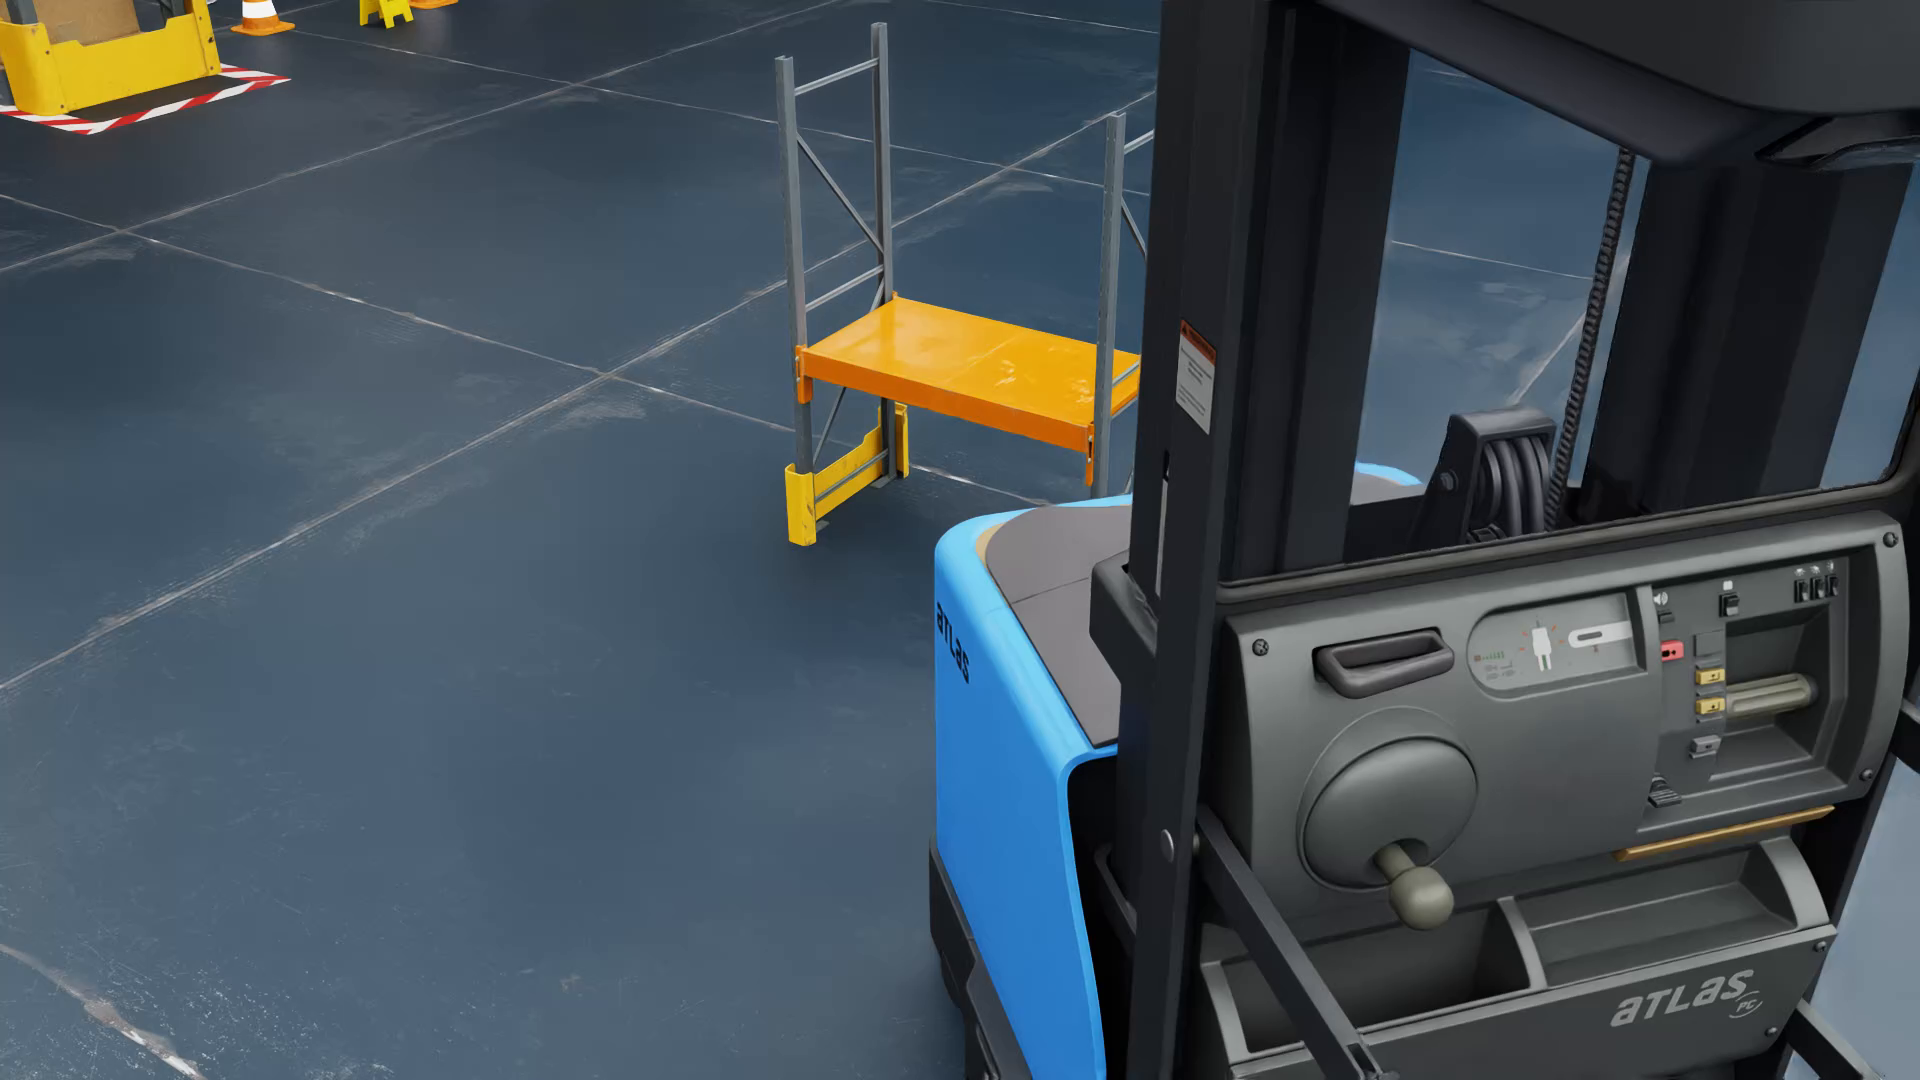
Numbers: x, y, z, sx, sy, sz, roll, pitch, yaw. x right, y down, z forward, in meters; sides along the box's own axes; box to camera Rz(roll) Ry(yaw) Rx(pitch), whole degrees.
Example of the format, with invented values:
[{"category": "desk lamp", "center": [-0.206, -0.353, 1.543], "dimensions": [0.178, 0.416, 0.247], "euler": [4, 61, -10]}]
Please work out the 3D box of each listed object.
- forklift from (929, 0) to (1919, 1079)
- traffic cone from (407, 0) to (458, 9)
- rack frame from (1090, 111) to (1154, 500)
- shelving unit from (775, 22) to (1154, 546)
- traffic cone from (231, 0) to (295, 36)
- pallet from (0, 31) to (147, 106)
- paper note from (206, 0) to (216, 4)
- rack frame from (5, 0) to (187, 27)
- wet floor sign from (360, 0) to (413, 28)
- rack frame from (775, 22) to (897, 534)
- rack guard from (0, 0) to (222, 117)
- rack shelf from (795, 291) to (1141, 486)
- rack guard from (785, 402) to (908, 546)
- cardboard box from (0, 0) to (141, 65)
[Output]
[{"category": "forklift", "center": [0.837, 0.267, 1.884], "dimensions": [1.130, 2.935, 3.031], "euler": [-8, 31, -14]}, {"category": "traffic cone", "center": [-3.760, -4.002, 11.650], "dimensions": [0.334, 0.463, 0.336], "euler": [18, 35, 27]}, {"category": "rack frame", "center": [0.503, -0.489, 4.599], "dimensions": [0.032, 1.500, 0.500], "euler": [18, 35, 27]}, {"category": "shelving unit", "center": [0.065, -0.627, 4.837], "dimensions": [1.083, 1.500, 0.587], "euler": [18, 35, 27]}, {"category": "traffic cone", "center": [-4.649, -3.610, 10.979], "dimensions": [0.334, 0.463, 0.336], "euler": [18, 35, 27]}, {"category": "pallet", "center": [-5.673, -2.934, 10.070], "dimensions": [1.213, 0.211, 1.003], "euler": [18, 35, 27]}, {"category": "paper note", "center": [-5.345, -3.808, 11.749], "dimensions": [0.144, 0.017, 0.142], "euler": [-21, 36, -32]}, {"category": "rack frame", "center": [-4.954, -3.958, 9.057], "dimensions": [0.127, 3.000, 1.000], "euler": [18, 35, 27]}, {"category": "wet floor sign", "center": [-3.877, -3.778, 11.086], "dimensions": [0.232, 0.644, 0.267], "euler": [12, 32, 19]}, {"category": "rack frame", "center": [-0.358, -0.761, 5.066], "dimensions": [0.032, 1.500, 0.500], "euler": [18, 35, 27]}, {"category": "rack guard", "center": [-4.934, -2.872, 9.676], "dimensions": [0.348, 0.500, 1.175], "euler": [18, 35, 27]}, {"category": "rack shelf", "center": [0.072, -0.470, 4.924], "dimensions": [1.000, 0.185, 0.538], "euler": [18, 35, 27]}, {"category": "rack guard", "center": [-0.357, -0.221, 5.381], "dimensions": [0.087, 0.250, 0.587], "euler": [18, 35, 27]}, {"category": "cardboard box", "center": [-5.564, -3.375, 9.750], "dimensions": [0.875, 0.875, 0.875], "euler": [18, 35, 28]}]
